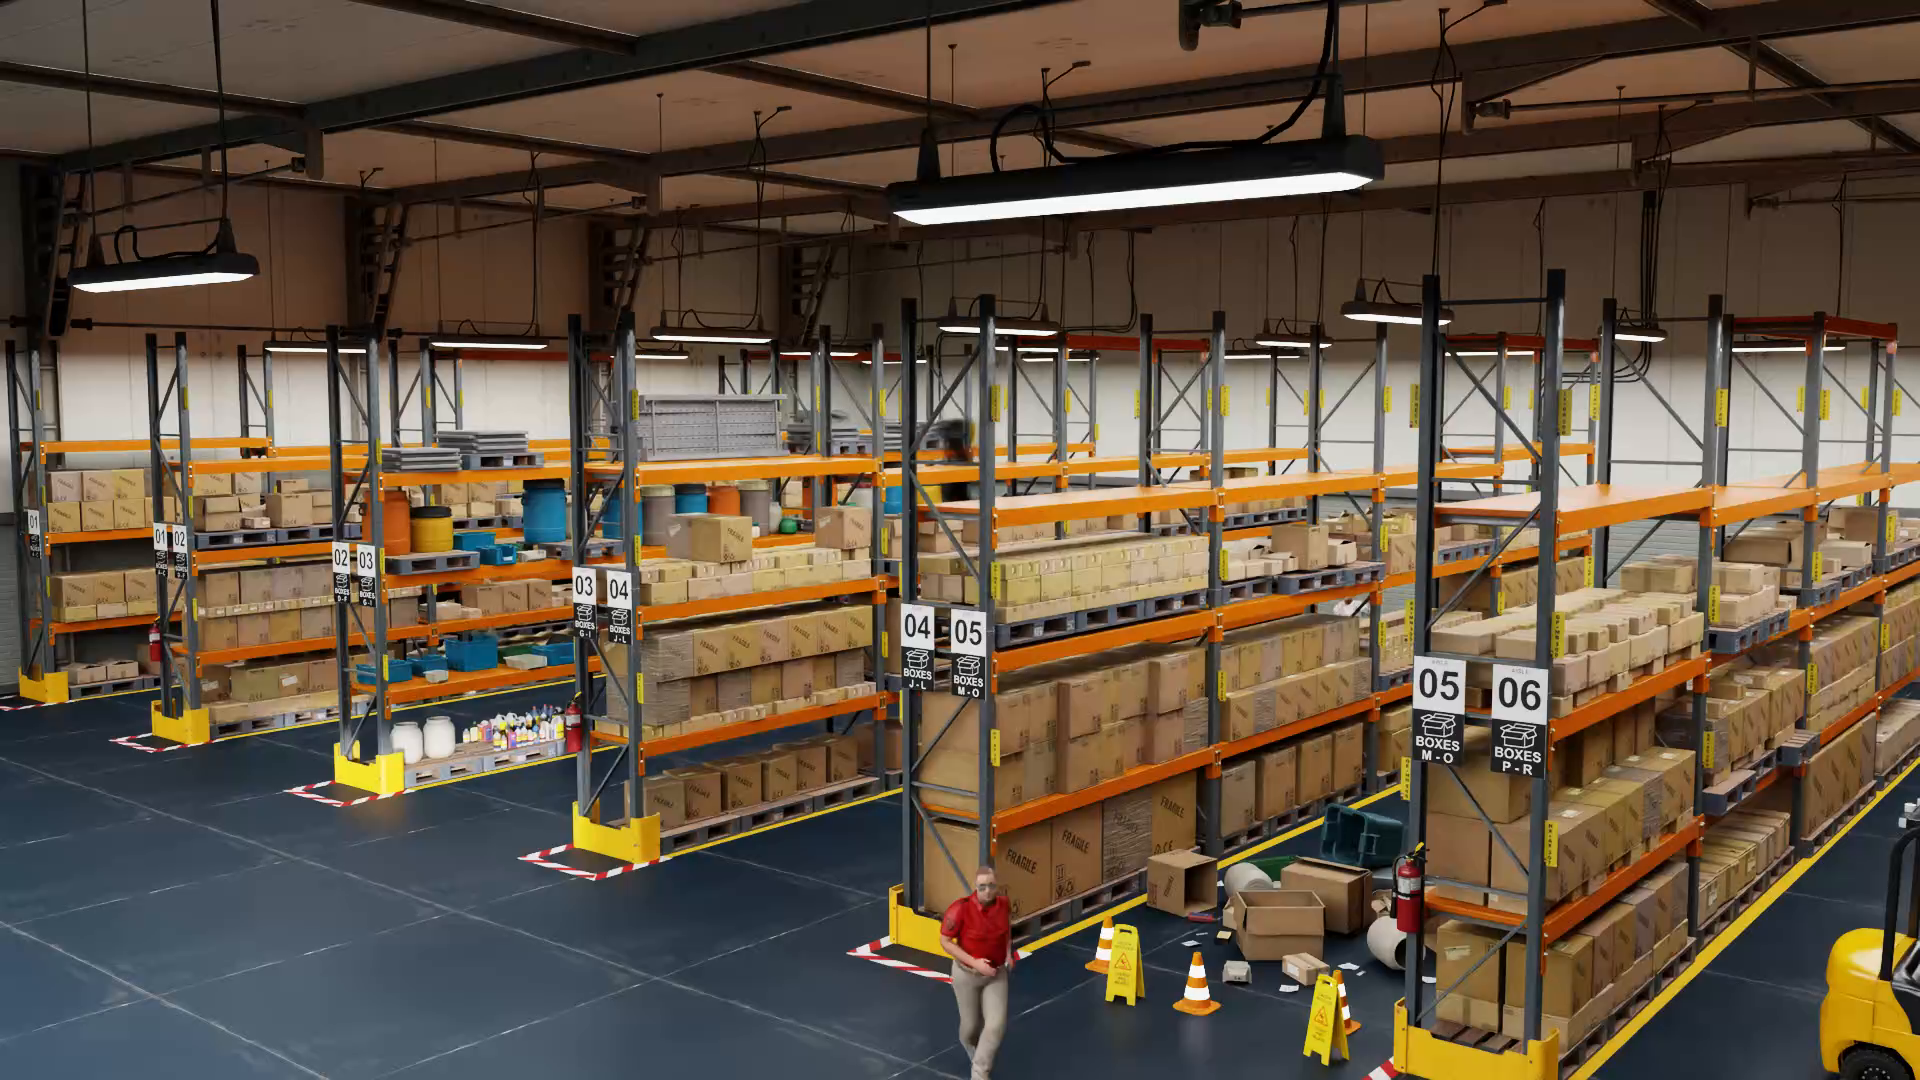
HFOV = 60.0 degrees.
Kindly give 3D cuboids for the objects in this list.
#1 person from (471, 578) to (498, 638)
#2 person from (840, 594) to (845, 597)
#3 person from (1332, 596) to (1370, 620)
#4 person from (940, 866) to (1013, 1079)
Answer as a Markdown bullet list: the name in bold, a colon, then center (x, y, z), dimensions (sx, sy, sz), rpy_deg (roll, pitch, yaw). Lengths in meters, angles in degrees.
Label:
- **person**: center (-9.112, 1.459, 31.953), dimensions (0.550, 1.688, 0.700), rpy_deg (2, 6, 23)
- **person**: center (-2.844, 0.855, 39.443), dimensions (0.581, 1.449, 1.113), rpy_deg (-3, 6, -29)
- **person**: center (6.775, 1.693, 28.906), dimensions (0.669, 1.817, 0.789), rpy_deg (3, 6, 30)
- **person**: center (0.106, 3.210, 12.330), dimensions (0.630, 1.706, 0.847), rpy_deg (-2, 5, -17)
